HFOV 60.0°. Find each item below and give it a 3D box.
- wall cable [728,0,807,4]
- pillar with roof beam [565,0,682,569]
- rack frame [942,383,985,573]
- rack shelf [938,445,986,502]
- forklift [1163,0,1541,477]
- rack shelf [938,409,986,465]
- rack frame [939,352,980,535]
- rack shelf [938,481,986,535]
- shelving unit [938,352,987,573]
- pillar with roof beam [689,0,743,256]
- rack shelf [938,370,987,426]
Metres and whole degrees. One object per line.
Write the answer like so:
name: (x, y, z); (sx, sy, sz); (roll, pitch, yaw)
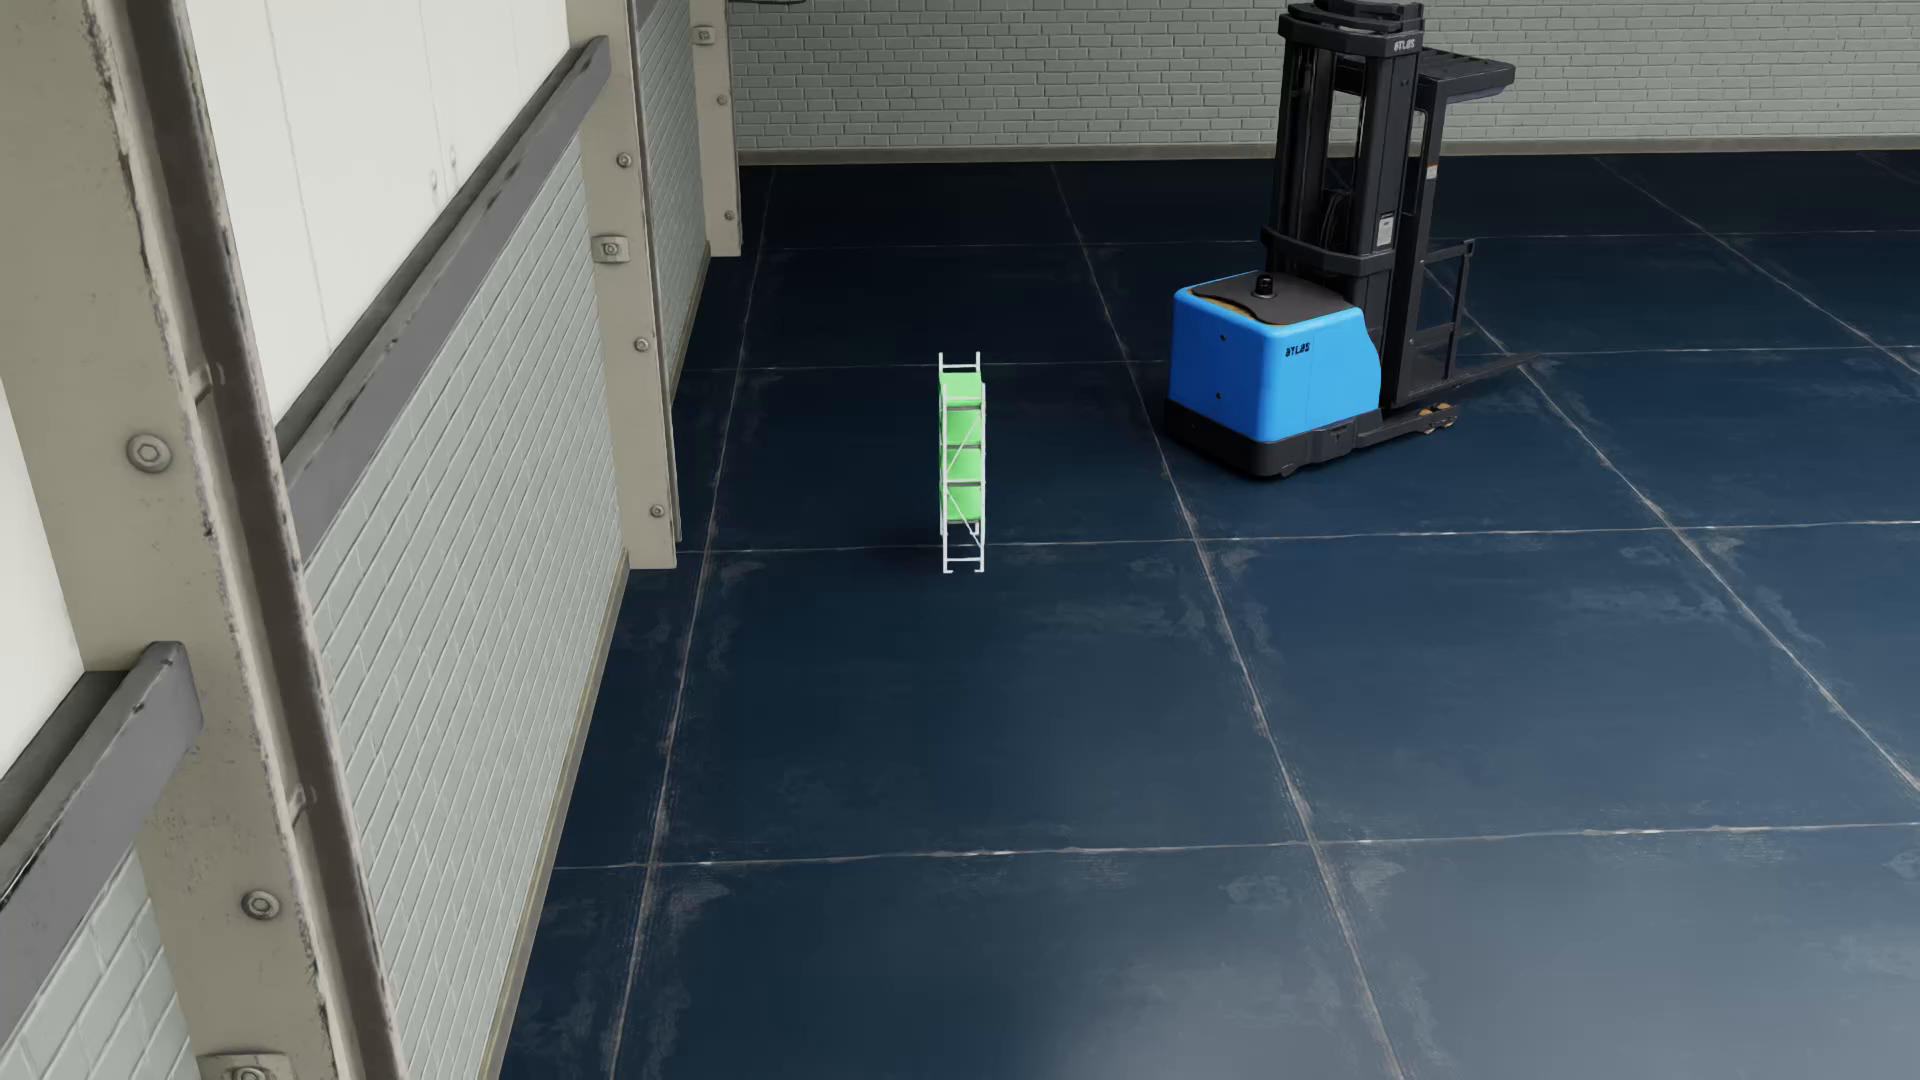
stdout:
wall cable: (-1.008, -6.697, 16.718); (3.097, 2.526, 0.112); (-1, 28, -3)
pillar with roof beam: (2.437, -4.015, 8.217); (9.100, 9.000, 0.400); (-1, 28, -3)
rack frame: (0.021, -0.343, 9.610); (0.240, 1.200, 0.015); (-1, 28, -3)
rack shelf: (0.009, -0.399, 9.856); (0.258, 0.148, 0.480); (-1, 28, -3)
forklift: (2.919, -2.230, 11.356); (3.031, 2.935, 1.130); (-18, 32, -30)
rack shelf: (0.009, -0.612, 9.745); (0.258, 0.148, 0.480); (-1, 28, -3)
rack frame: (-0.004, -0.568, 10.042); (0.240, 1.200, 0.015); (-1, 28, -3)
rack shelf: (0.009, -0.186, 9.966); (0.258, 0.148, 0.480); (-1, 28, -3)
shelving unit: (0.009, -0.456, 9.826); (0.258, 1.200, 0.503); (-1, 28, -3)
pillar with roof beam: (2.124, -6.786, 13.530); (9.100, 9.000, 0.400); (-1, 28, -3)
rack shelf: (0.009, -0.824, 9.634); (0.258, 0.148, 0.480); (-1, 28, -3)
